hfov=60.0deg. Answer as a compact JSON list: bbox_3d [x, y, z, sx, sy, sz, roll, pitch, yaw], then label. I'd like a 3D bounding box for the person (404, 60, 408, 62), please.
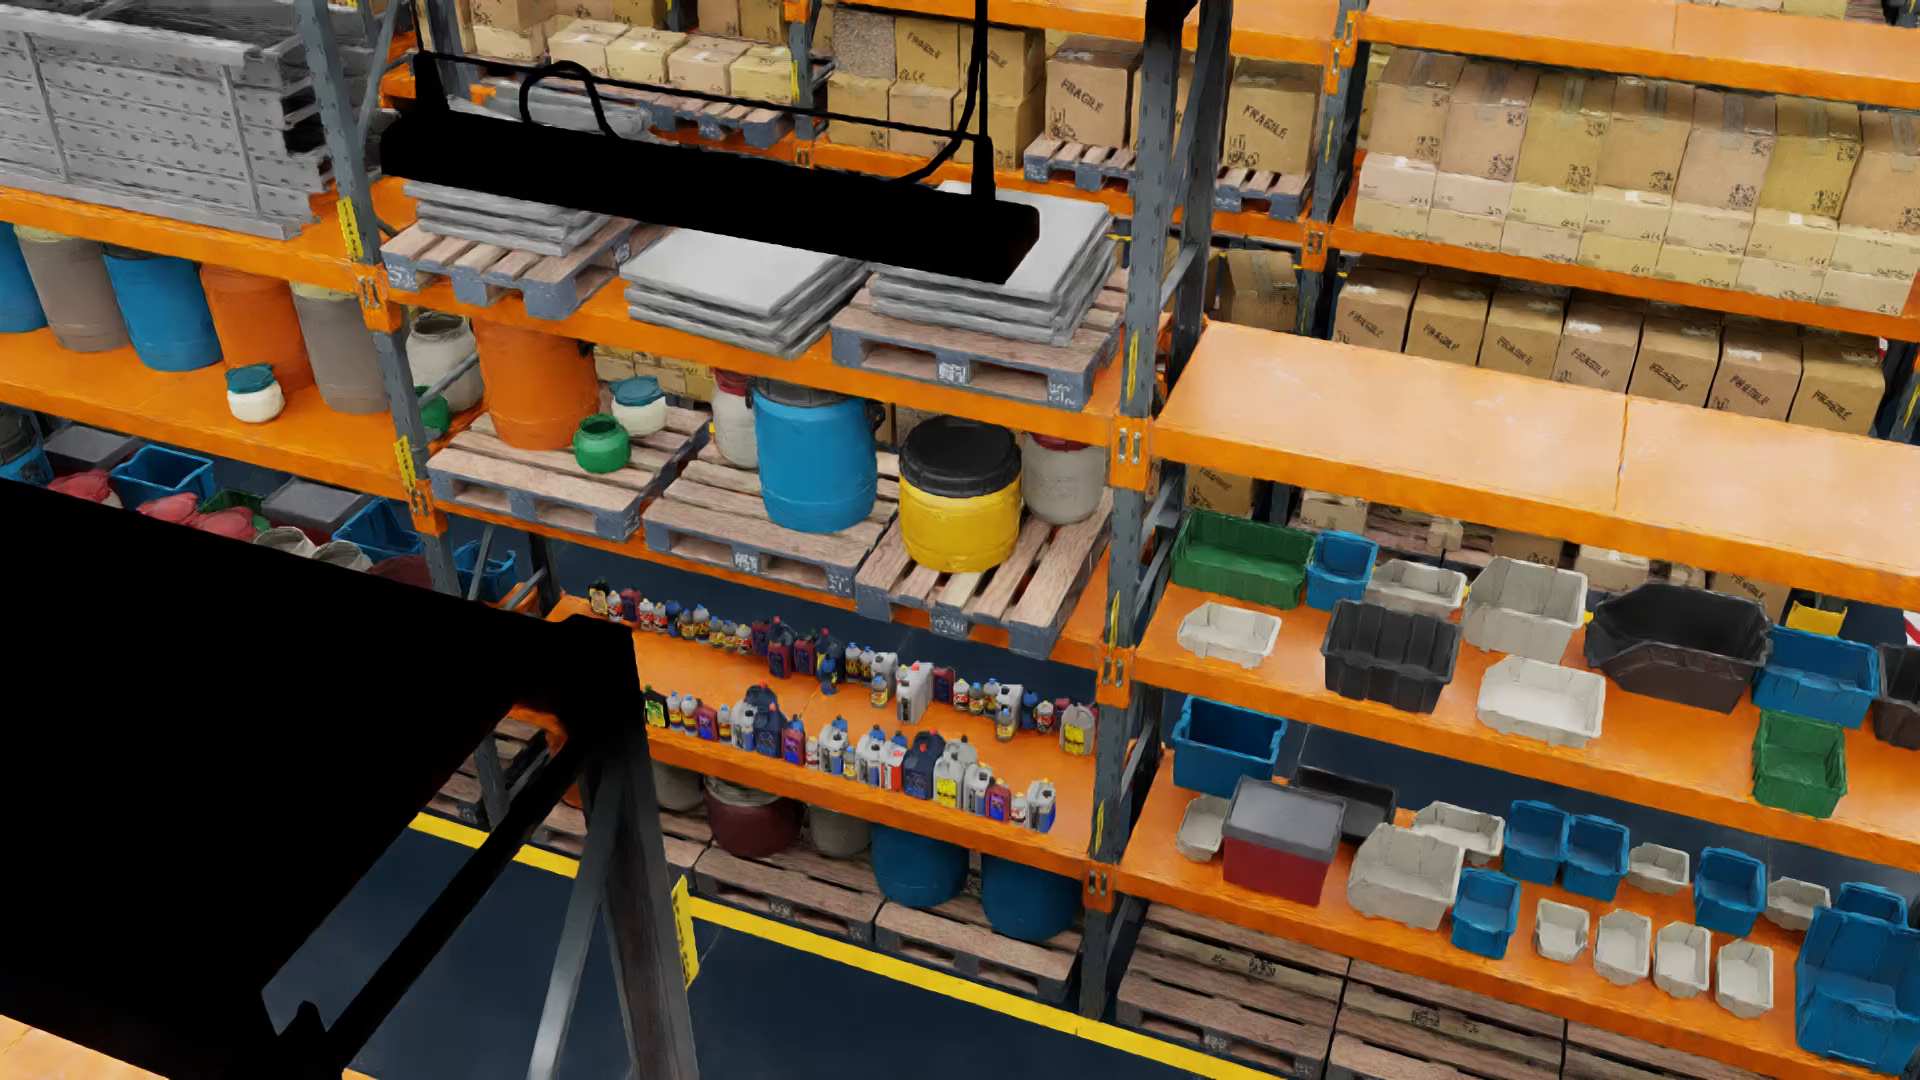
[{"bbox_3d":[-5.688,-4.564,18.105,0.810,1.716,0.704,2,37,2],"label":"person"}]
